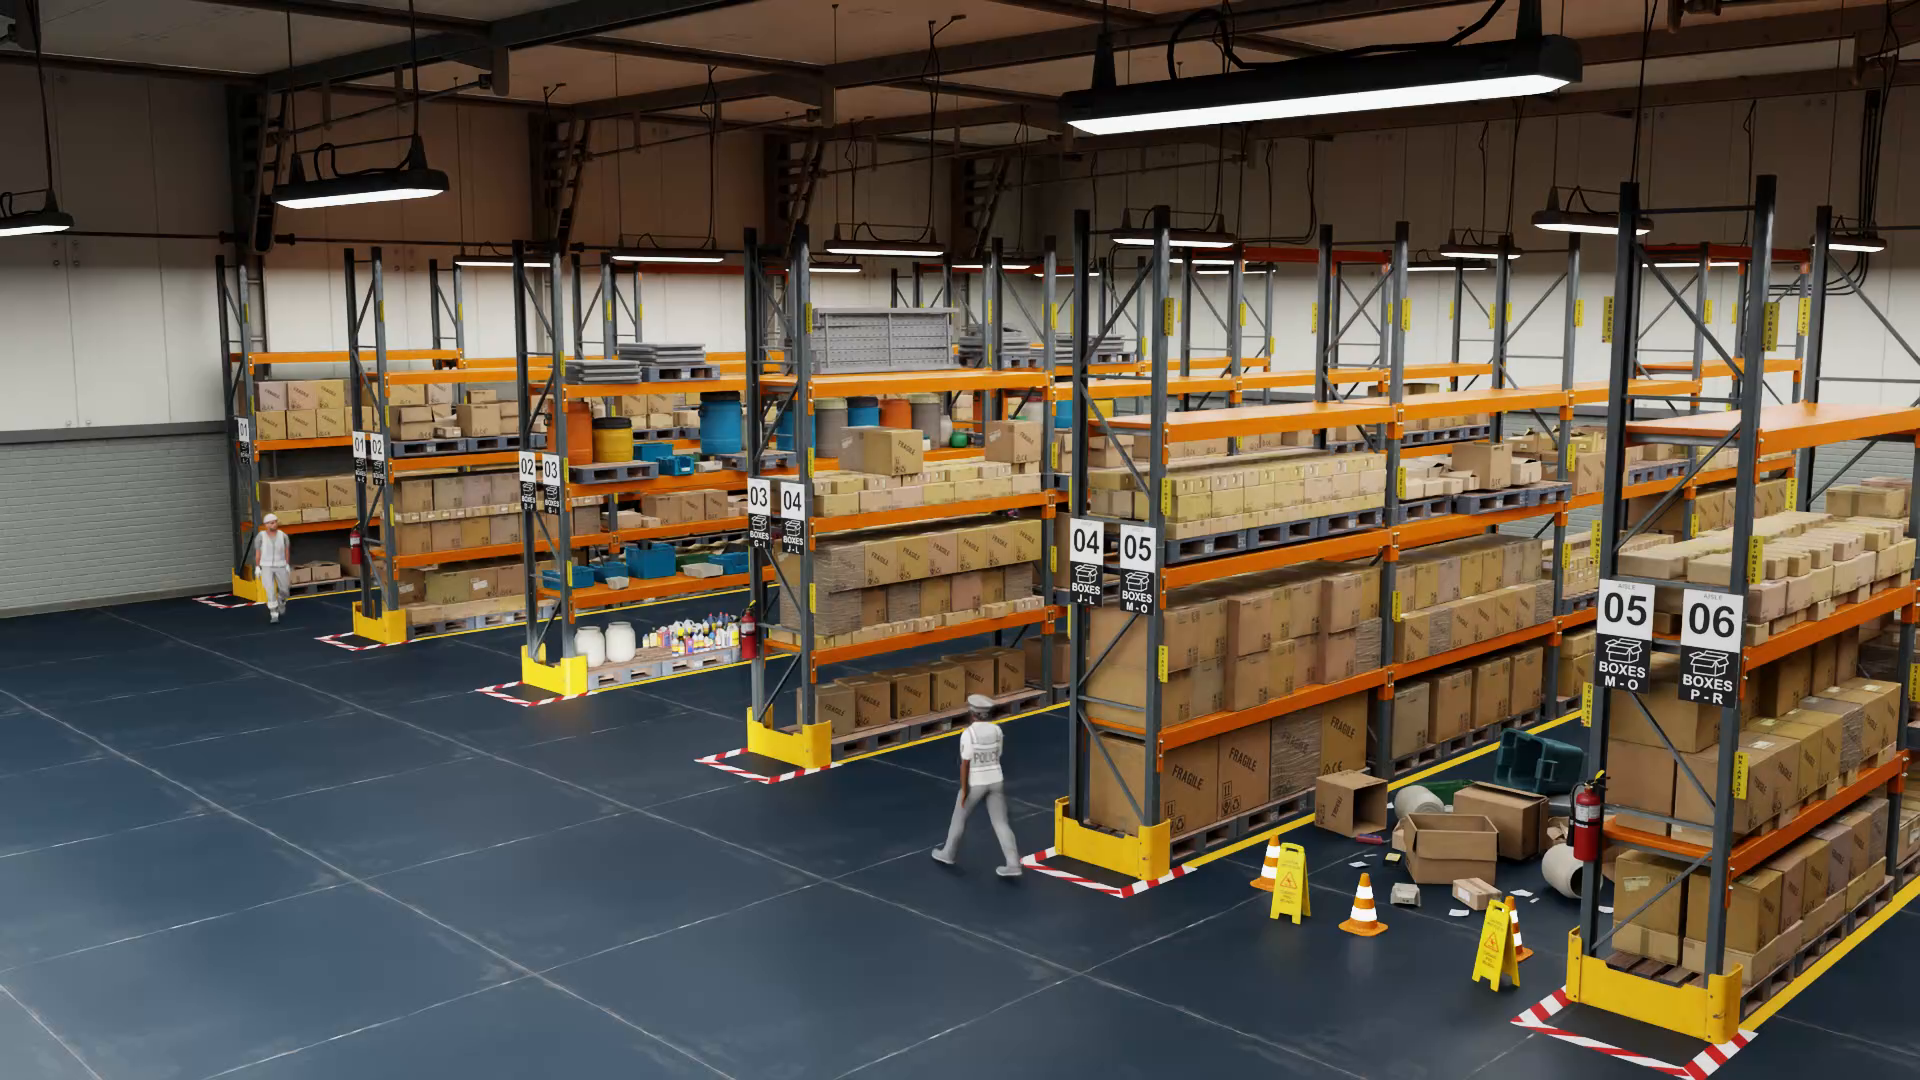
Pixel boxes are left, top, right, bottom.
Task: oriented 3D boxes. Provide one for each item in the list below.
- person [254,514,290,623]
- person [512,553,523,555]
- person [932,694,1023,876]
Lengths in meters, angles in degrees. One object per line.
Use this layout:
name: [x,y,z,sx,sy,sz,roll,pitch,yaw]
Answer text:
person: [-11.201,0.443,27.085,0.531,1.778,0.680,-3,9,-22]
person: [-7.842,0.239,29.258,0.433,1.546,0.966,5,10,33]
person: [0.172,2.216,15.153,0.471,1.606,1.020,-5,10,-33]
